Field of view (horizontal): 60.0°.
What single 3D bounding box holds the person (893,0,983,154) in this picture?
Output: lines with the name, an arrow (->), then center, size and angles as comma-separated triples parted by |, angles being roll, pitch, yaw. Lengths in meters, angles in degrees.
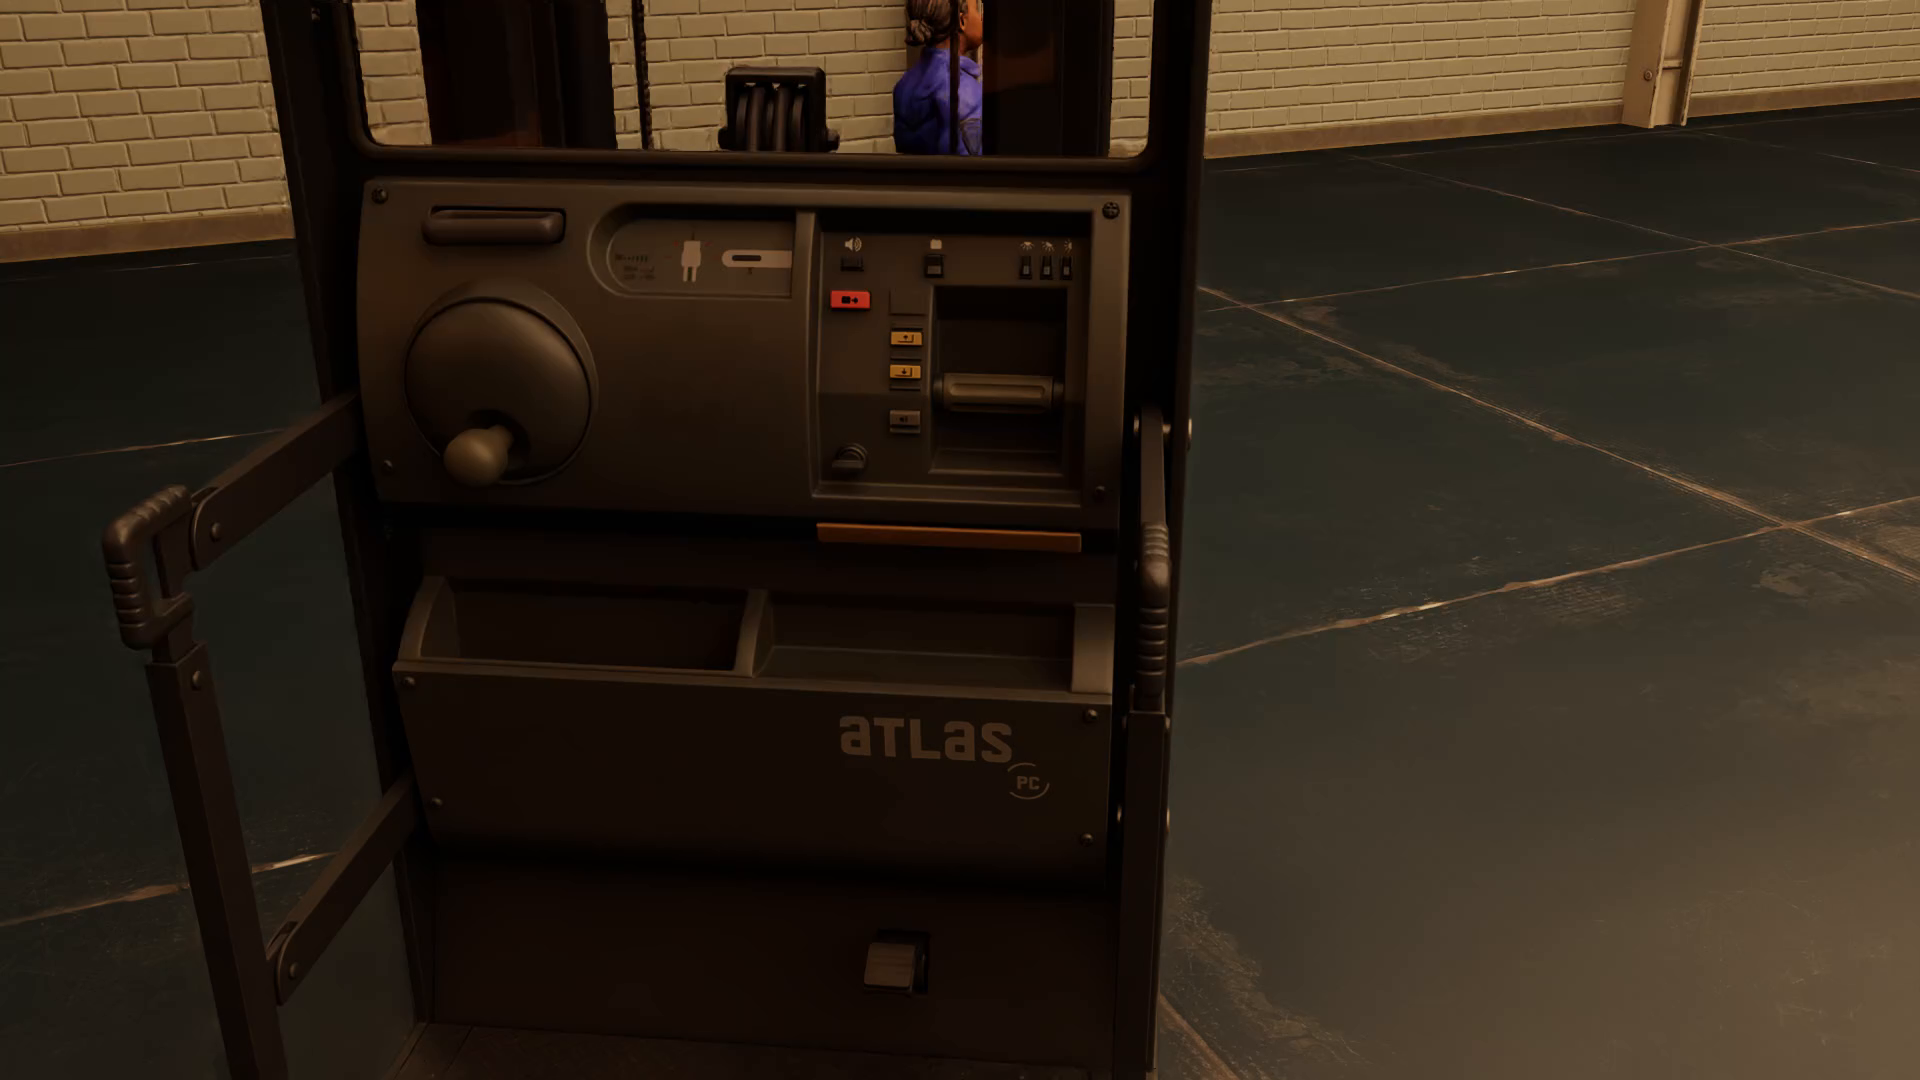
person -> 0.088, -0.778, 4.804 | 0.503, 1.656, 0.569 | -10, 25, -23

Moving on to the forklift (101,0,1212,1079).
forklift -> -0.285, -0.212, 1.795 | 1.130, 2.935, 3.031 | 2, 23, 5
